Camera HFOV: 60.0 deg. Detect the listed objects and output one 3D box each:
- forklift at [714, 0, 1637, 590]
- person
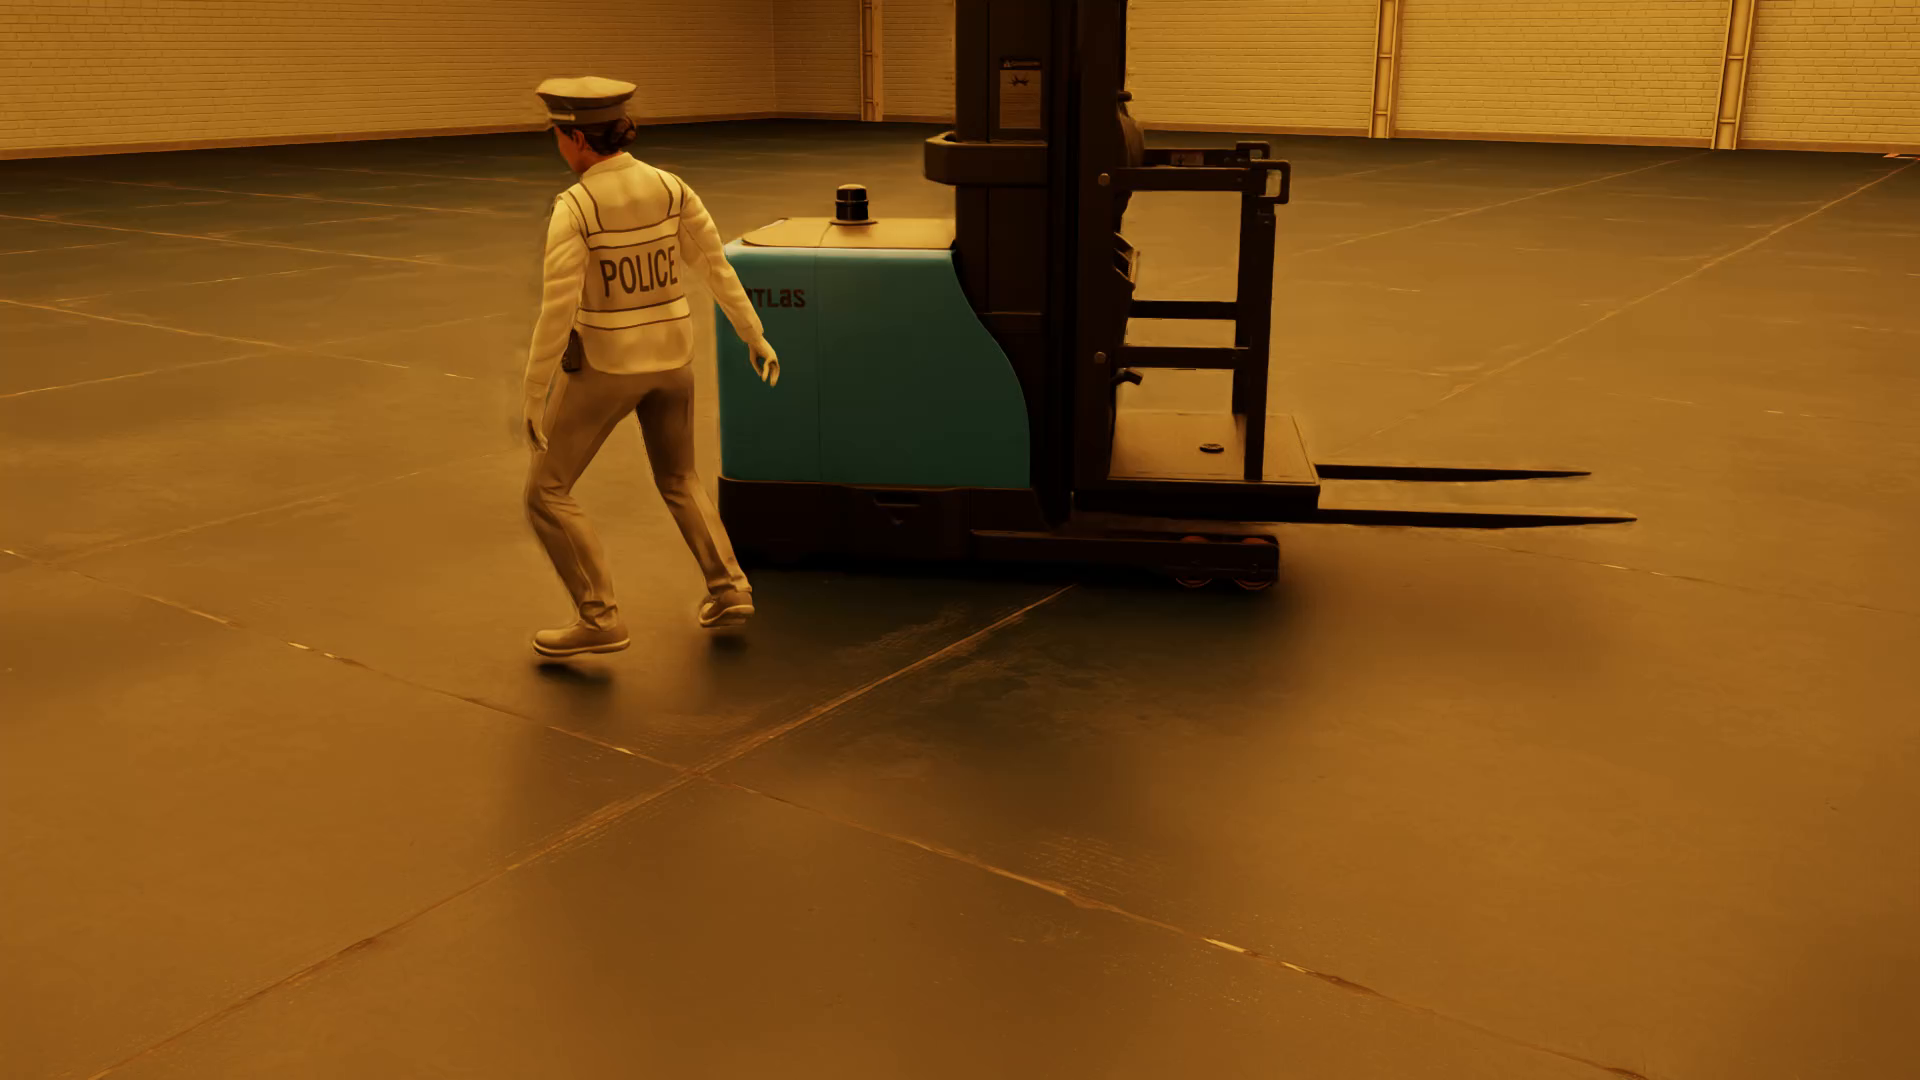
[{"bbox_3d":[0.735,-1.404,5.527,3.031,2.935,1.130,2,17,6],"label":"forklift"},{"bbox_3d":[-0.858,-0.485,4.704,0.790,1.590,0.456,-14,22,-39],"label":"person"}]
